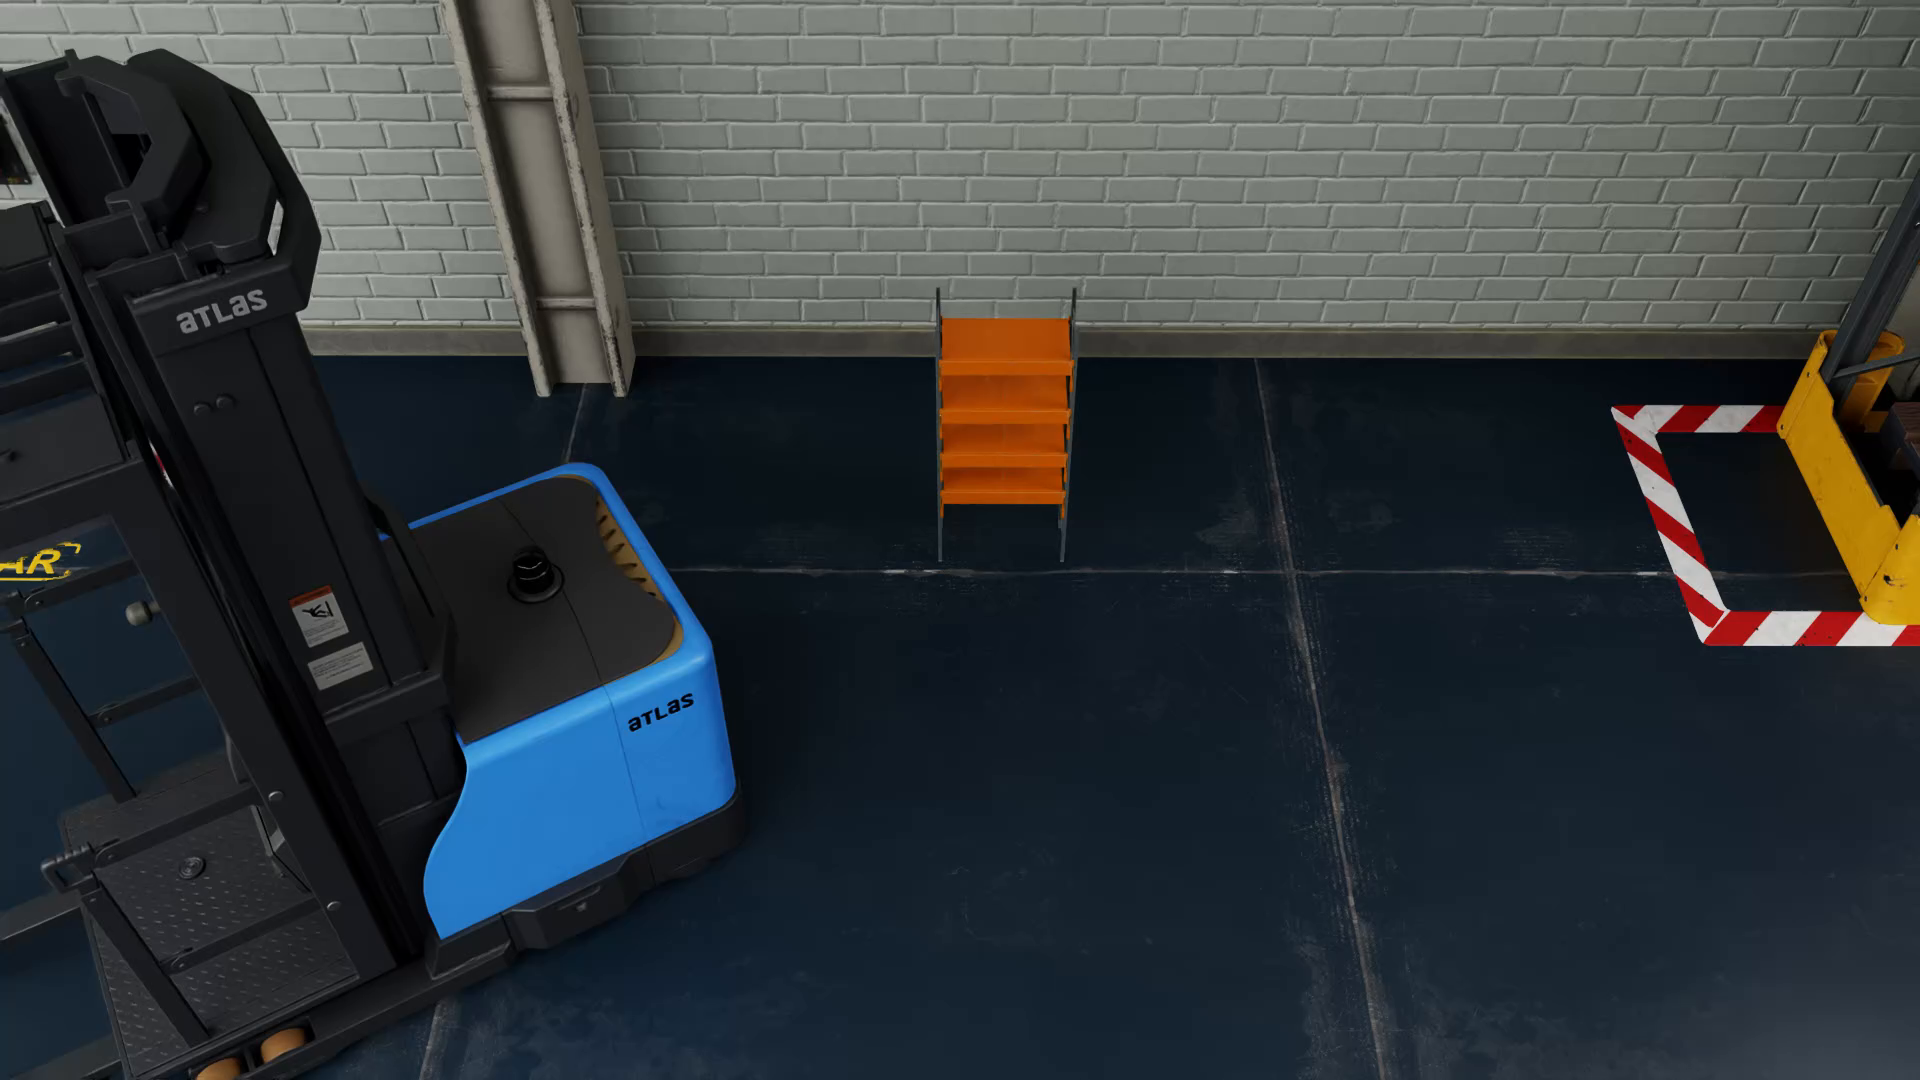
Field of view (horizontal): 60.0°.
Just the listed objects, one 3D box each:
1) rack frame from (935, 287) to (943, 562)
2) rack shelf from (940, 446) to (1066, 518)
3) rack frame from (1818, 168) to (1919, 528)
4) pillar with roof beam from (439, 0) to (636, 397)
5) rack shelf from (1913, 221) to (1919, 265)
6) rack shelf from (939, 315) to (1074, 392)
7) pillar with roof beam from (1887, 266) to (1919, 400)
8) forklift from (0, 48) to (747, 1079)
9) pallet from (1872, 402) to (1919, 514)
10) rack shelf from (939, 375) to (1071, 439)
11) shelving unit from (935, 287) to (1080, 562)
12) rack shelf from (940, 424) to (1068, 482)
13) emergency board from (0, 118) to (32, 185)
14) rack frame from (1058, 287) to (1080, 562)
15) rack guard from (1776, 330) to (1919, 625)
[{"bbox_3d":[-0.078,-0.409,6.311,0.015,1.200,0.240,0,47,0],"label":"rack frame"},{"bbox_3d":[0.166,-0.227,6.505,0.480,0.148,0.258,0,47,0],"label":"rack shelf"},{"bbox_3d":[3.629,-1.121,5.745,0.127,3.000,1.000,0,47,0],"label":"rack frame"},{"bbox_3d":[-1.683,-0.662,1.218,0.400,9.000,9.100,0,47,0],"label":"pillar with roof beam"},{"bbox_3d":[5.629,-0.871,6.003,4.000,0.370,1.077,0,47,0],"label":"rack shelf"},{"bbox_3d":[0.166,-0.676,6.023,0.480,0.148,0.258,0,47,0],"label":"rack shelf"},{"bbox_3d":[4.317,-0.645,1.203,0.400,9.000,9.100,0,47,0],"label":"pillar with roof beam"},{"bbox_3d":[-2.264,0.305,4.464,3.031,2.935,1.130,-24,51,-20],"label":"forklift"},{"bbox_3d":[4.518,-0.143,6.739,1.213,0.211,1.003,0,47,0],"label":"pallet"},{"bbox_3d":[0.166,-0.515,6.196,0.480,0.148,0.258,0,47,0],"label":"rack shelf"},{"bbox_3d":[0.166,-0.408,6.310,0.503,1.200,0.258,0,47,0],"label":"shelving unit"},{"bbox_3d":[0.166,-0.362,6.360,0.480,0.148,0.258,0,47,0],"label":"rack shelf"},{"bbox_3d":[-4.138,-1.804,6.380,0.643,1.169,0.194,0,47,0],"label":"emergency board"},{"bbox_3d":[0.410,-0.408,6.310,0.015,1.200,0.240,0,47,0],"label":"rack frame"},{"bbox_3d":[3.705,-0.269,6.659,0.348,0.500,1.175,0,47,0],"label":"rack guard"}]
